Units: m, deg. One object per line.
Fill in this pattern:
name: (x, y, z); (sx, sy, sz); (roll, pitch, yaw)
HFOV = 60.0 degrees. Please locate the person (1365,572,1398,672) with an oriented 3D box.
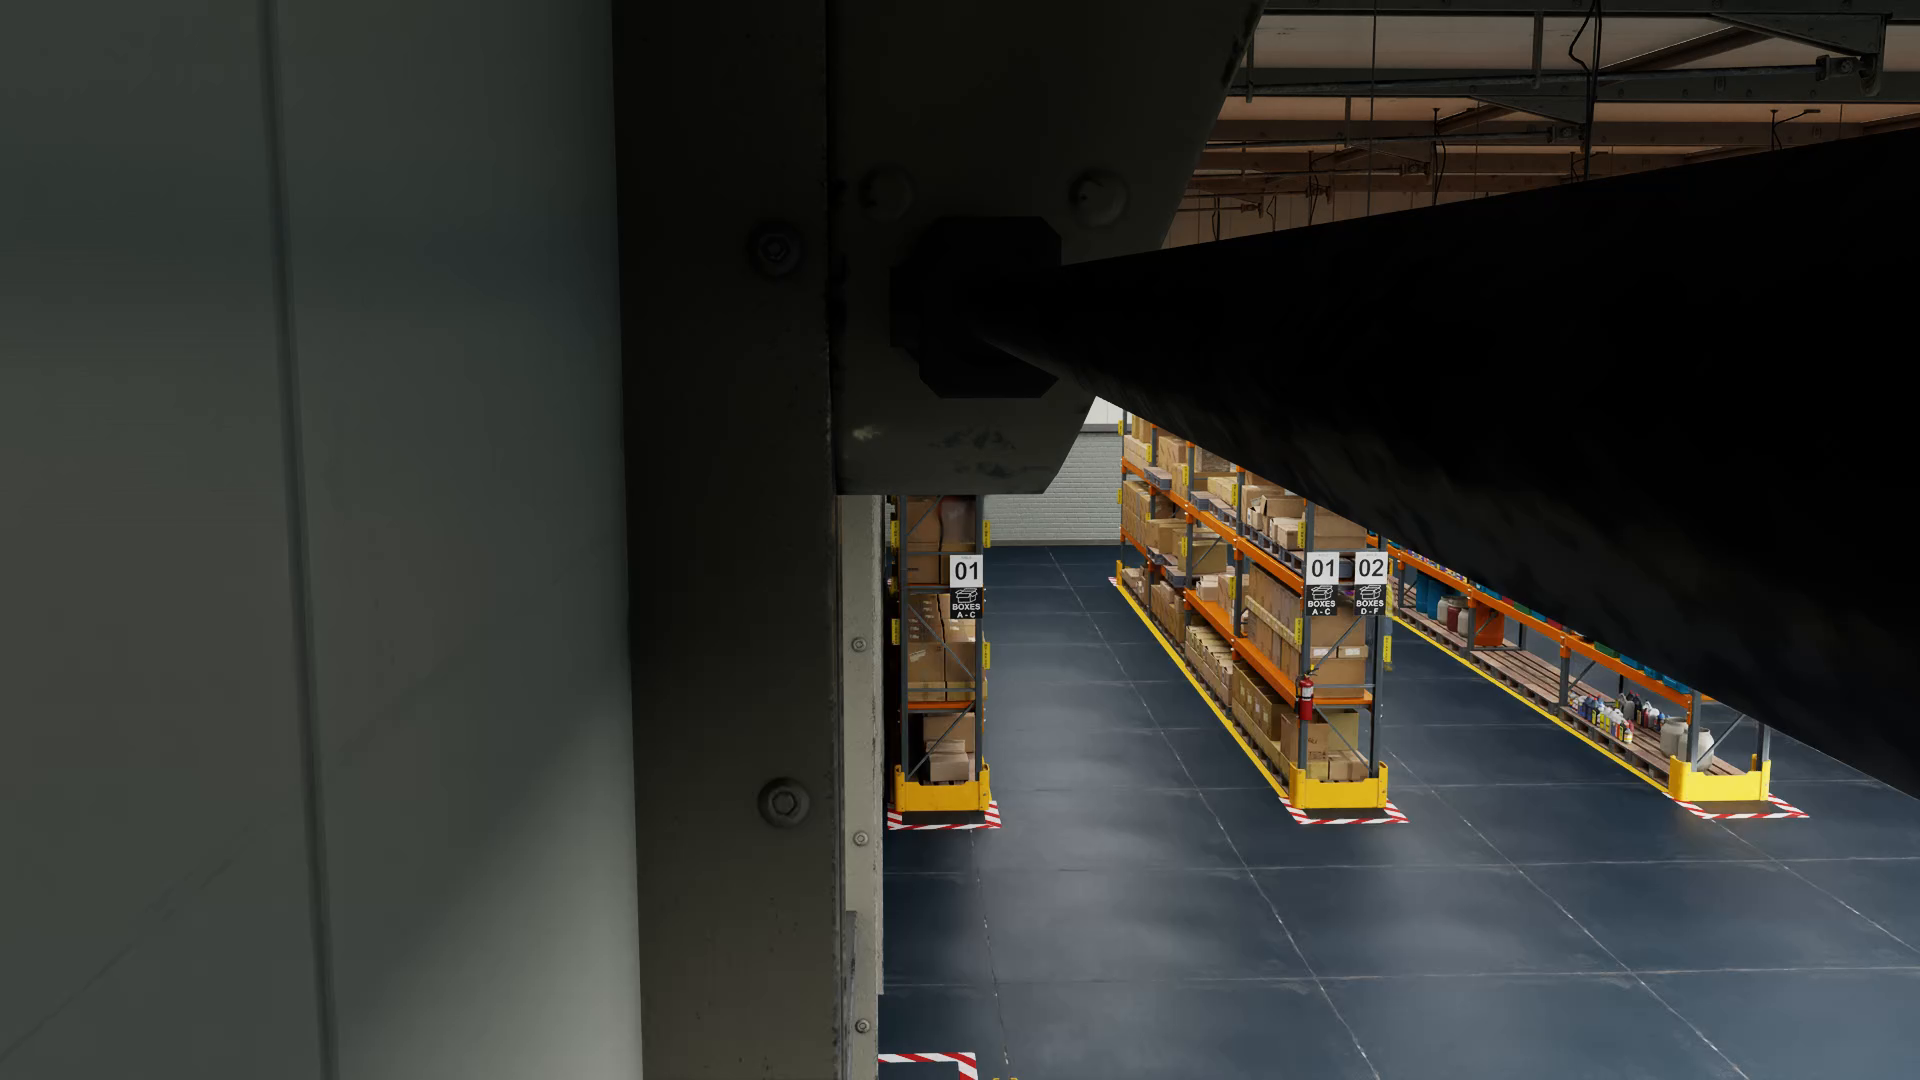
person: (7.123, 1.307, 28.206); (0.699, 1.752, 0.923); (-2, 9, -16)
